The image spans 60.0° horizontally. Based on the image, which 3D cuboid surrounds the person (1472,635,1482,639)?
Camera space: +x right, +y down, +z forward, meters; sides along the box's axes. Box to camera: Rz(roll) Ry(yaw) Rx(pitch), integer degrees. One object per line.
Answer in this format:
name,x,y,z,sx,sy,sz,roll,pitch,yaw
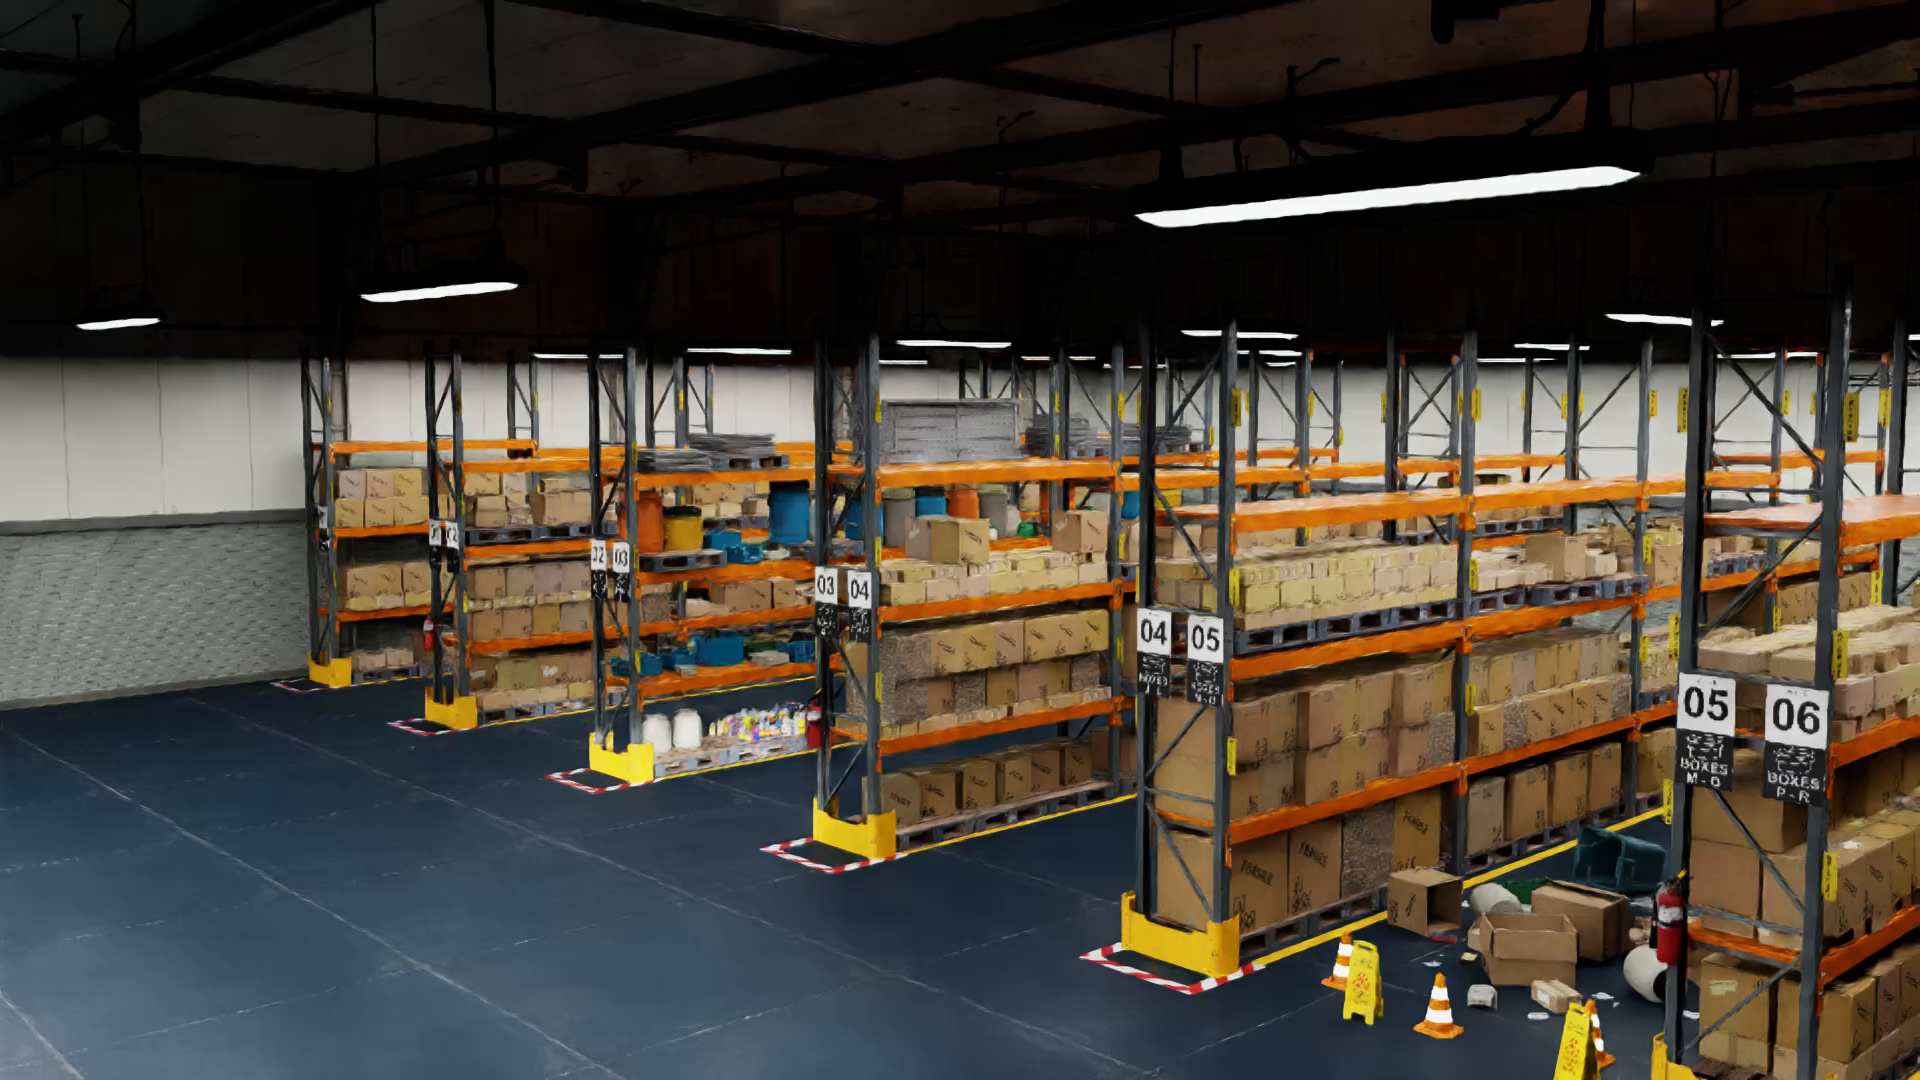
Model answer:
person,7.491,1.708,24.194,0.325,0.671,0.561,2,6,24
